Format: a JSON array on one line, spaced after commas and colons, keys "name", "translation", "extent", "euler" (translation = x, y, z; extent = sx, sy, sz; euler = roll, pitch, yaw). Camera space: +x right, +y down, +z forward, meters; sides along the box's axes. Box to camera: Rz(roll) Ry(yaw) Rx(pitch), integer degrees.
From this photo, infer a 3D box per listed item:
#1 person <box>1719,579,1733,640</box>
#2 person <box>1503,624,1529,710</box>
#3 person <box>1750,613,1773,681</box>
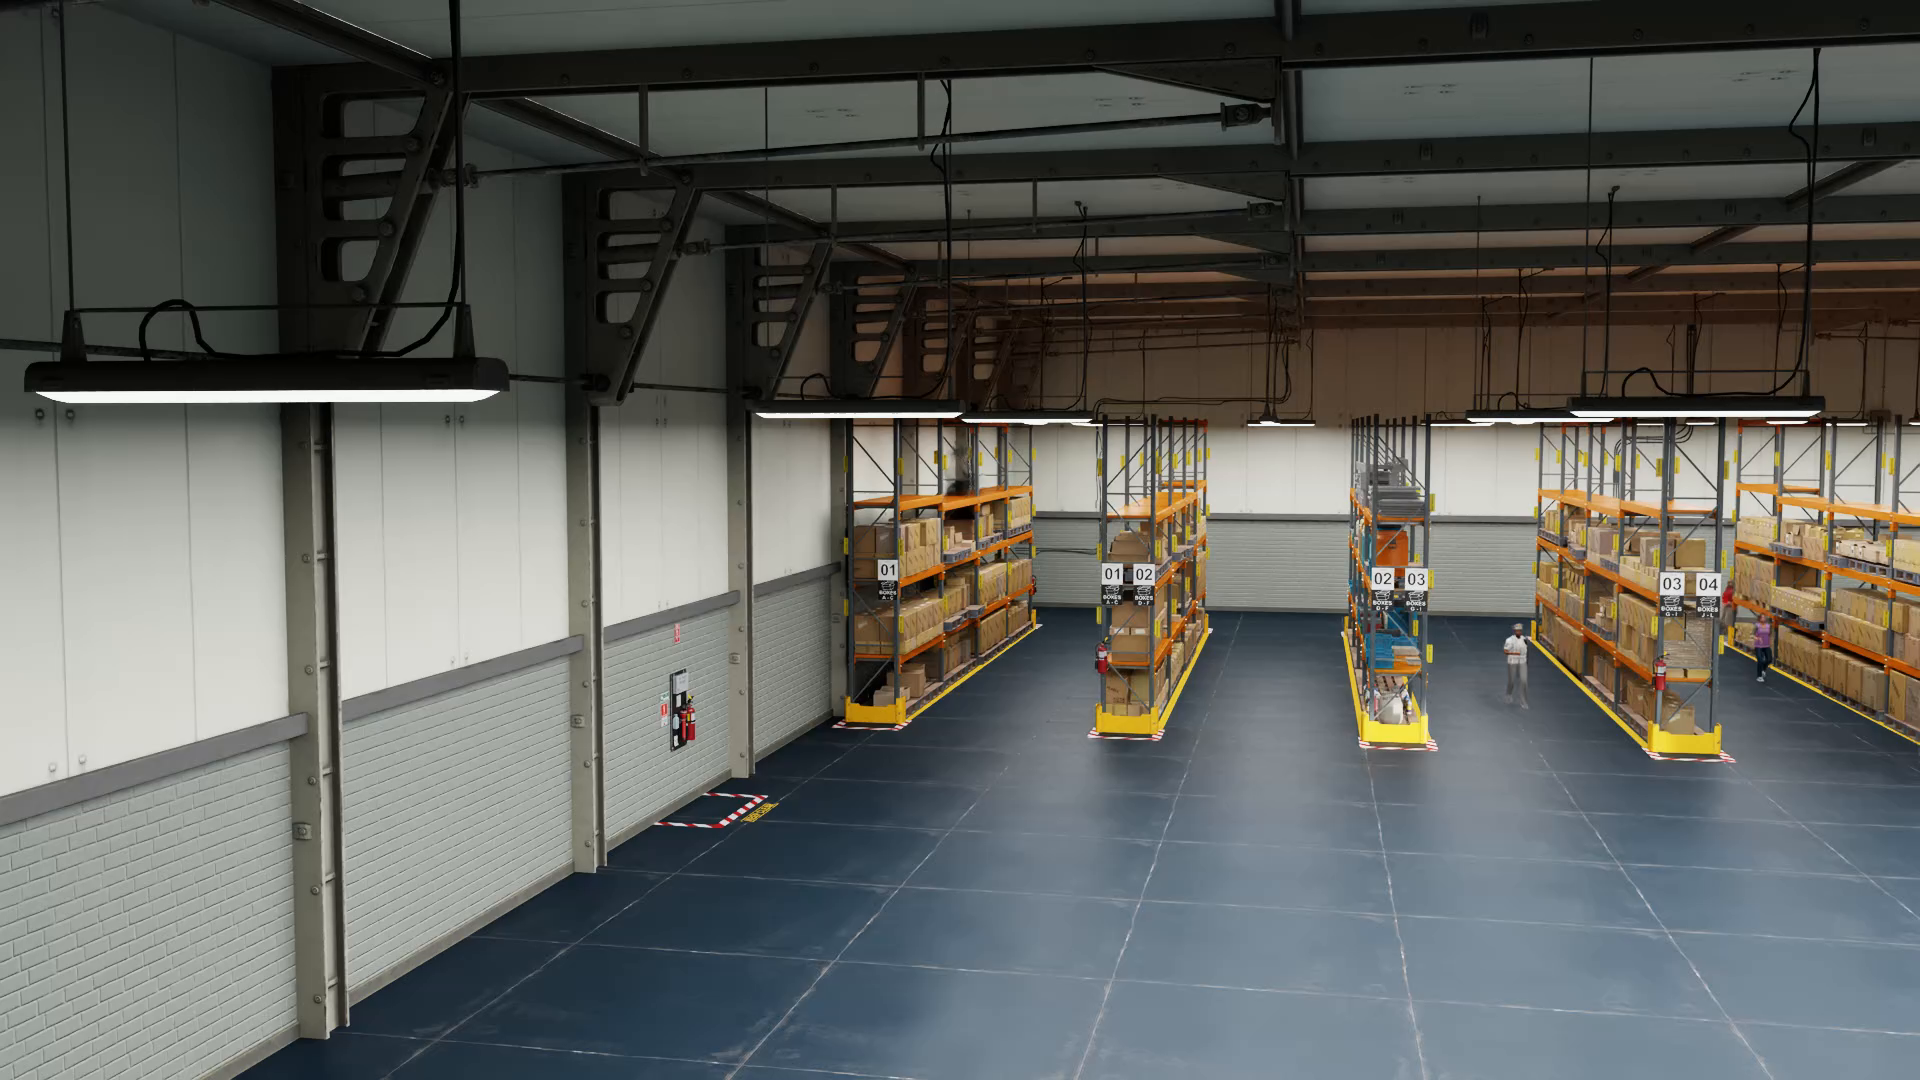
[{"name": "person", "translation": [20.809, 1.891, 45.044], "extent": [0.611, 1.708, 0.694], "euler": [-1, 4, -11]}, {"name": "person", "translation": [11.486, 2.576, 34.345], "extent": [0.571, 1.731, 0.860], "euler": [0, 4, 1]}, {"name": "person", "translation": [18.175, 2.433, 37.624], "extent": [0.526, 1.556, 0.536], "euler": [0, 4, 7]}]
